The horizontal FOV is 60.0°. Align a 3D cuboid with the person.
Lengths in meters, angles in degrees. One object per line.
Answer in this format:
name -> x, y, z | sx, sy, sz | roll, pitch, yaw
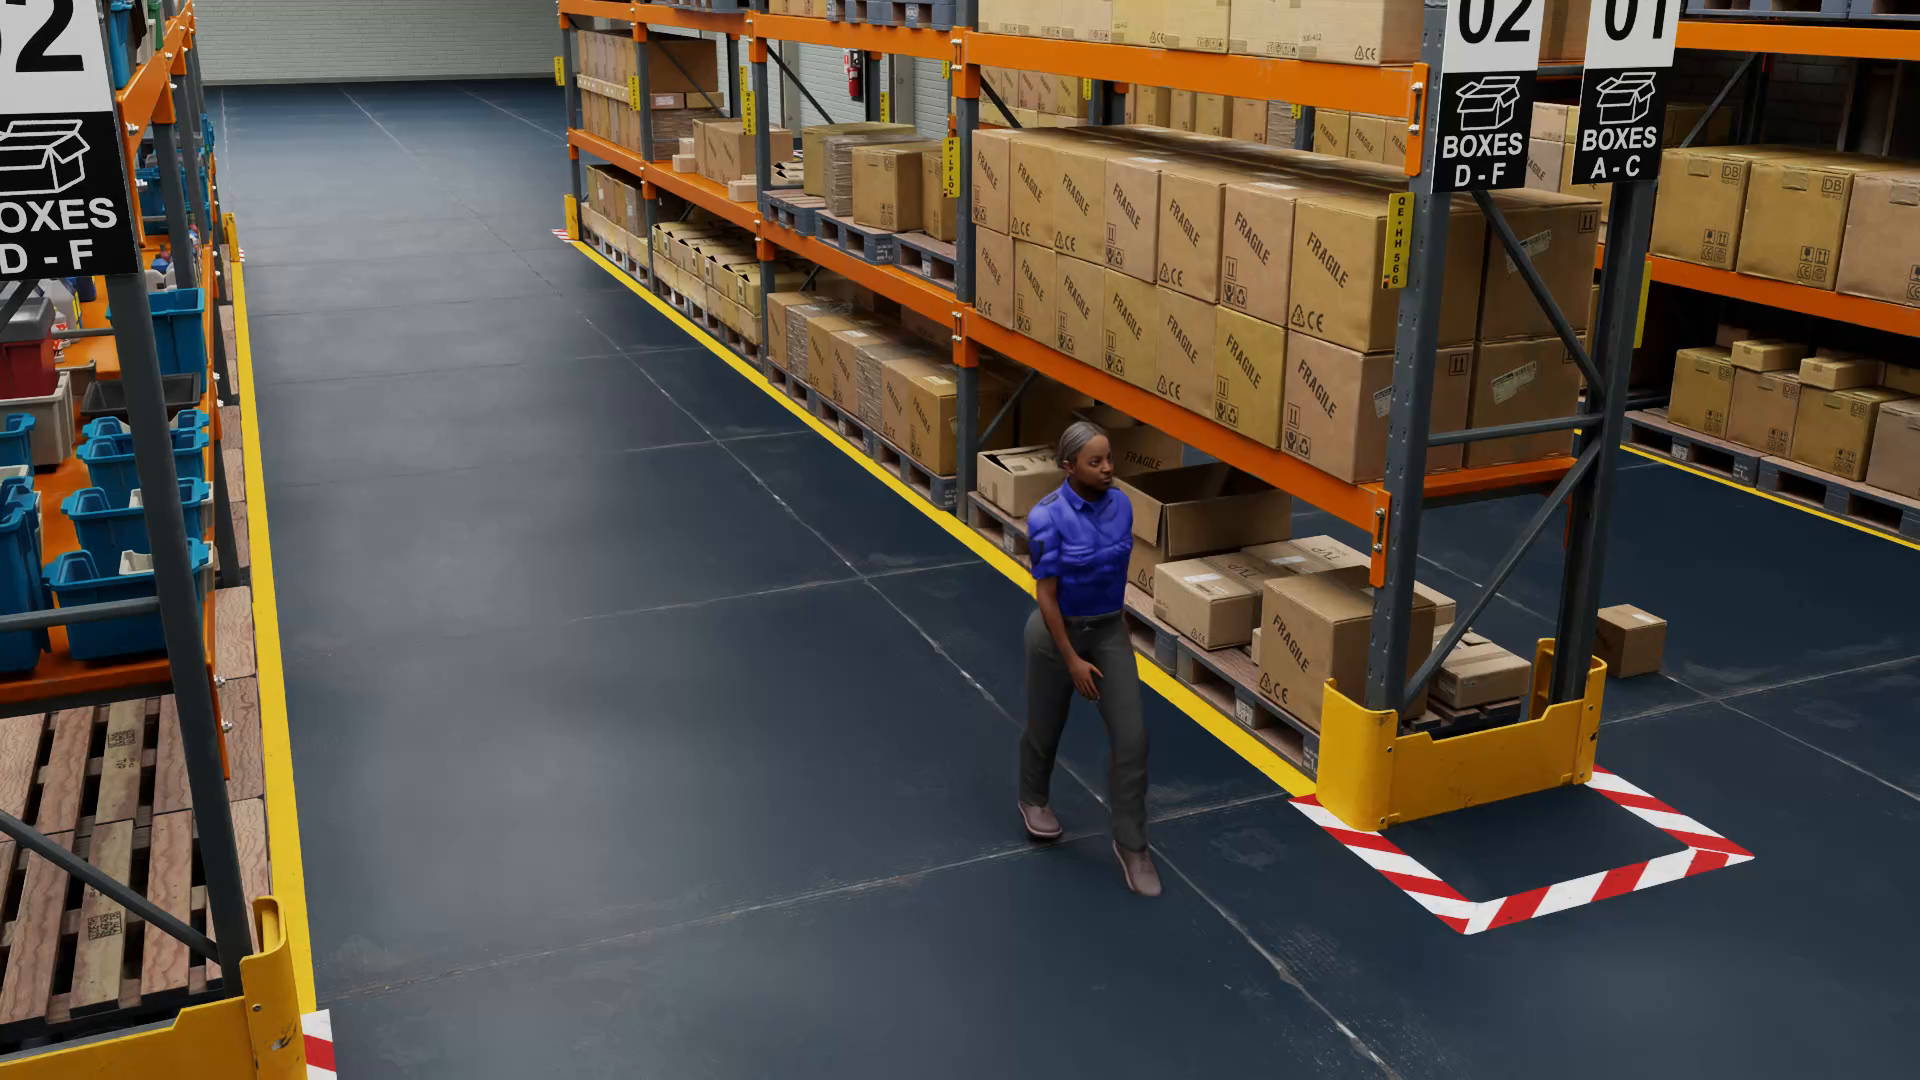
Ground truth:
person -> 0.452, 0.409, 5.933 | 0.449, 1.700, 0.730 | -8, 21, -22
